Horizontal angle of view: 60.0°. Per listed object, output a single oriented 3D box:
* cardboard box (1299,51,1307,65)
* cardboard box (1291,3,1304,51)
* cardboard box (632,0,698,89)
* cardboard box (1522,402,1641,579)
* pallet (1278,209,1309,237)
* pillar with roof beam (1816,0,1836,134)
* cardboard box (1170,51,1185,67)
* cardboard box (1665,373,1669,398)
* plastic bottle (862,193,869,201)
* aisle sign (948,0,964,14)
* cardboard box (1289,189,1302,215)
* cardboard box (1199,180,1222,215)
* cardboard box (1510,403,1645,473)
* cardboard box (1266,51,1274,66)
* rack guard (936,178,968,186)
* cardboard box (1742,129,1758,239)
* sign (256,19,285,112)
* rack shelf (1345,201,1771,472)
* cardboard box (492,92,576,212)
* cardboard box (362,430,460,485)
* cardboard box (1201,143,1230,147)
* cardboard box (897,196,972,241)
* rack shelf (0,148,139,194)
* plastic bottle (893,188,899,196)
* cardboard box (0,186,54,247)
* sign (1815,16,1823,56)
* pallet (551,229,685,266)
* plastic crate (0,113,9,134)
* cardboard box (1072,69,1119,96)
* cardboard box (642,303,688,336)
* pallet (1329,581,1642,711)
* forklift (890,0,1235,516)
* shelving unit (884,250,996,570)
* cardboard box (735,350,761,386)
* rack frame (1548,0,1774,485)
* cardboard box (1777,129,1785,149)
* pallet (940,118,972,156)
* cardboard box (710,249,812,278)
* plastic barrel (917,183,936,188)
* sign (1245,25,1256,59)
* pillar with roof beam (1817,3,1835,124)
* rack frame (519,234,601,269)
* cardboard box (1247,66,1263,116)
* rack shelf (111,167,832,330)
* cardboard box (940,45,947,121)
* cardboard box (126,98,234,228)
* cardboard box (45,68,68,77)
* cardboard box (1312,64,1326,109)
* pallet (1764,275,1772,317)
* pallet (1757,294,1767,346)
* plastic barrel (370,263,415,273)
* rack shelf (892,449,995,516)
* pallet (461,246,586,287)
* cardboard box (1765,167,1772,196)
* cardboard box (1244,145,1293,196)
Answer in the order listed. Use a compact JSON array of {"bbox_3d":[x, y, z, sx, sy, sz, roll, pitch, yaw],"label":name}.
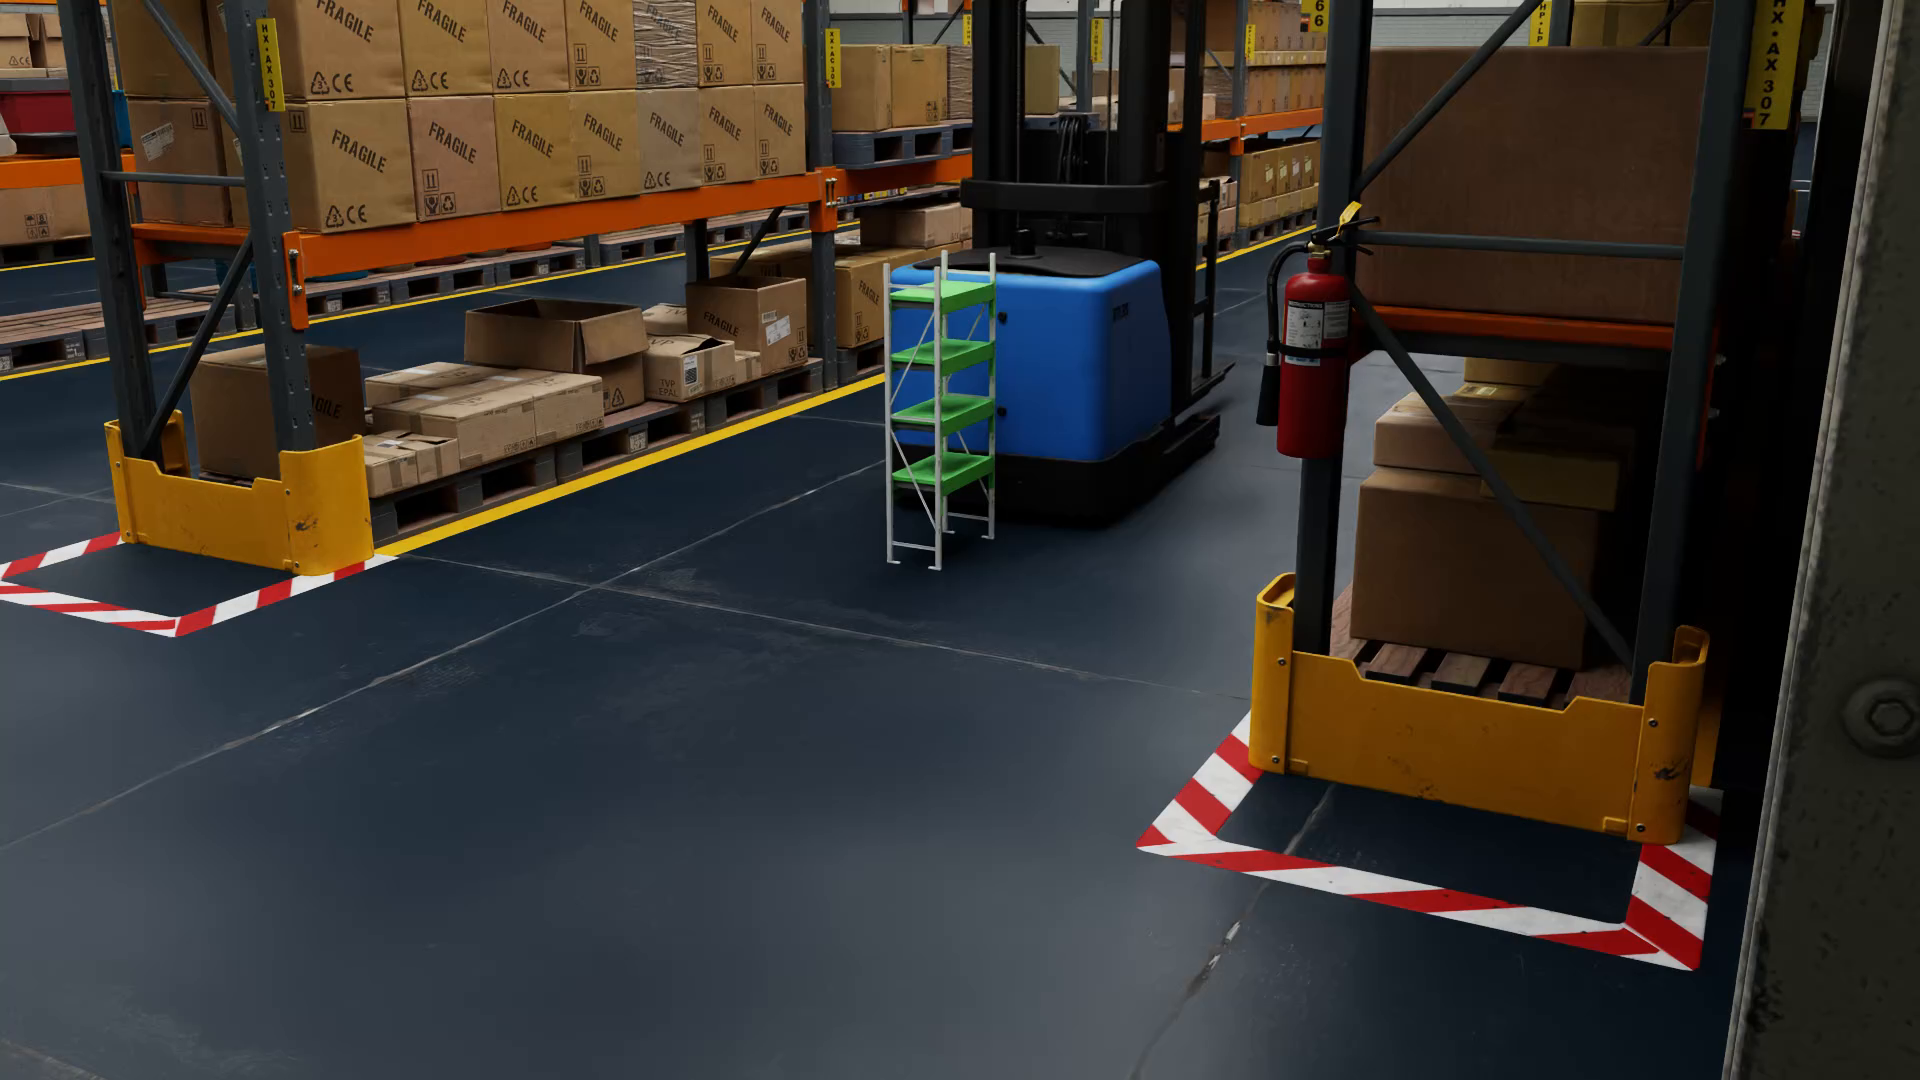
[{"bbox_3d":[3.683,-5.437,18.747,0.380,0.149,0.250,9,19,27],"label":"cardboard box"},{"bbox_3d":[3.446,-5.738,18.622,0.700,0.500,0.500,8,18,26],"label":"cardboard box"},{"bbox_3d":[-1.664,-2.512,8.283,0.500,0.500,0.500,8,18,26],"label":"cardboard box"},{"bbox_3d":[2.099,-0.208,6.108,0.700,0.500,0.500,7,18,24],"label":"cardboard box"},{"bbox_3d":[3.294,-3.616,18.828,1.003,0.211,1.213,8,18,25],"label":"pallet"},{"bbox_3d":[15.912,-14.082,38.630,9.100,9.000,0.400,8,18,25],"label":"pillar with roof beam"},{"bbox_3d":[2.287,-4.899,16.936,0.380,0.149,0.250,8,18,25],"label":"cardboard box"},{"bbox_3d":[2.568,-0.659,6.488,0.380,0.149,0.250,8,18,26],"label":"cardboard box"},{"bbox_3d":[-1.145,-4.221,19.966,0.061,0.283,0.133,9,19,28],"label":"plastic bottle"},{"bbox_3d":[0.013,-7.320,21.837,0.394,0.787,0.004,8,18,25],"label":"aisle sign"},{"bbox_3d":[3.510,-3.788,18.601,0.500,0.250,0.500,8,18,25],"label":"cardboard box"},{"bbox_3d":[2.206,-3.323,16.050,0.500,0.311,0.500,9,19,27],"label":"cardboard box"},{"bbox_3d":[2.000,-0.335,5.396,0.380,0.149,0.250,8,18,26],"label":"cardboard box"},{"bbox_3d":[3.106,-5.107,17.635,0.380,0.149,0.250,7,18,24],"label":"cardboard box"},{"bbox_3d":[-0.277,-4.870,22.543,1.175,0.500,0.348,8,18,25],"label":"rack guard"},{"bbox_3d":[2.628,-1.599,6.613,0.980,0.700,0.700,8,18,24],"label":"cardboard box"},{"bbox_3d":[-2.519,-1.733,6.071,0.100,0.325,0.005,8,18,25],"label":"sign"},{"bbox_3d":[2.322,-0.922,6.125,1.077,0.370,4.000,8,18,25],"label":"rack shelf"},{"bbox_3d":[-2.118,-1.774,7.553,0.500,0.500,0.500,8,18,25],"label":"cardboard box"},{"bbox_3d":[-2.399,-0.366,7.193,0.380,0.166,0.250,8,18,25],"label":"cardboard box"},{"bbox_3d":[2.823,-4.086,18.288,0.500,0.500,0.500,8,18,25],"label":"cardboard box"},{"bbox_3d":[-0.113,-2.253,11.641,0.500,0.250,0.500,8,18,24],"label":"cardboard box"},{"bbox_3d":[-6.541,-2.183,10.369,1.077,0.370,4.000,8,18,25],"label":"rack shelf"},{"bbox_3d":[-0.851,-4.415,20.630,0.152,0.276,0.135,8,18,26],"label":"plastic bottle"},{"bbox_3d":[-9.412,-3.243,15.670,1.225,0.875,0.875,7,18,23],"label":"cardboard box"},{"bbox_3d":[7.289,-4.300,14.199,0.100,0.325,0.005,8,18,25],"label":"sign"},{"bbox_3d":[-3.479,-2.912,16.457,1.003,0.211,1.213,8,18,25],"label":"pallet"},{"bbox_3d":[-6.494,-2.644,10.759,0.437,0.282,0.530,8,18,25],"label":"plastic crate"},{"bbox_3d":[1.305,-3.902,14.719,0.500,0.500,0.500,7,18,22],"label":"cardboard box"},{"bbox_3d":[-1.599,-1.249,9.909,0.500,0.311,0.500,8,18,25],"label":"cardboard box"},{"bbox_3d":[1.716,0.365,5.424,1.003,0.211,1.213,8,18,25],"label":"pallet"},{"bbox_3d":[0.713,-1.883,8.217,1.130,2.935,3.031,7,18,22],"label":"forklift"},{"bbox_3d":[-0.074,-0.533,6.712,0.258,1.200,0.503,8,18,25],"label":"shelving unit"},{"bbox_3d":[-1.332,-0.966,9.242,0.380,0.149,0.250,8,18,25],"label":"cardboard box"},{"bbox_3d":[3.216,-1.777,7.738,1.000,3.000,0.127,8,18,25],"label":"rack frame"},{"bbox_3d":[4.340,-2.453,9.283,0.500,0.500,0.500,9,19,27],"label":"cardboard box"},{"bbox_3d":[-0.295,-2.837,11.644,1.003,0.211,1.213,8,18,25],"label":"pallet"},{"bbox_3d":[-1.253,-1.581,10.696,0.500,0.500,0.500,8,18,25],"label":"cardboard box"},{"bbox_3d":[-0.511,-4.925,21.970,0.421,0.512,0.421,0,17,0],"label":"plastic barrel"},{"bbox_3d":[2.847,-4.894,16.340,0.100,0.325,0.005,8,18,25],"label":"sign"},{"bbox_3d":[18.593,-15.610,43.775,9.100,9.000,0.400,8,18,25],"label":"pillar with roof beam"},{"bbox_3d":[-3.860,-4.056,15.412,1.000,3.000,0.127,8,18,25],"label":"rack frame"},{"bbox_3d":[2.780,-4.741,17.541,0.700,0.500,0.500,8,18,25],"label":"cardboard box"},{"bbox_3d":[-2.111,-1.552,8.244,1.077,0.370,4.000,8,18,25],"label":"rack shelf"},{"bbox_3d":[-0.483,-3.113,11.324,0.700,0.500,0.500,3,17,11],"label":"cardboard box"},{"bbox_3d":[-3.048,-1.584,6.913,0.500,0.500,0.500,9,19,27],"label":"cardboard box"},{"bbox_3d":[-8.747,-4.318,16.118,0.500,0.500,0.500,7,18,24],"label":"cardboard box"},{"bbox_3d":[3.925,-5.393,19.738,0.700,0.500,0.500,8,18,25],"label":"cardboard box"},{"bbox_3d":[5.900,-1.967,13.277,1.003,0.211,1.213,8,18,25],"label":"pallet"},{"bbox_3d":[5.354,-1.658,12.235,1.003,0.211,1.213,8,18,25],"label":"pallet"},{"bbox_3d":[-4.740,-2.495,13.788,0.421,0.512,0.421,0,17,0],"label":"plastic barrel"},{"bbox_3d":[-0.074,-0.242,6.798,0.258,0.148,0.480,8,18,25],"label":"rack shelf"},{"bbox_3d":[-4.175,-2.513,15.115,1.003,0.211,1.213,8,18,25],"label":"pallet"},{"bbox_3d":[3.765,-1.780,8.155,0.380,0.149,0.250,8,18,24],"label":"cardboard box"},{"bbox_3d":[3.291,-4.019,18.063,0.500,0.500,0.500,8,18,25],"label":"cardboard box"}]
